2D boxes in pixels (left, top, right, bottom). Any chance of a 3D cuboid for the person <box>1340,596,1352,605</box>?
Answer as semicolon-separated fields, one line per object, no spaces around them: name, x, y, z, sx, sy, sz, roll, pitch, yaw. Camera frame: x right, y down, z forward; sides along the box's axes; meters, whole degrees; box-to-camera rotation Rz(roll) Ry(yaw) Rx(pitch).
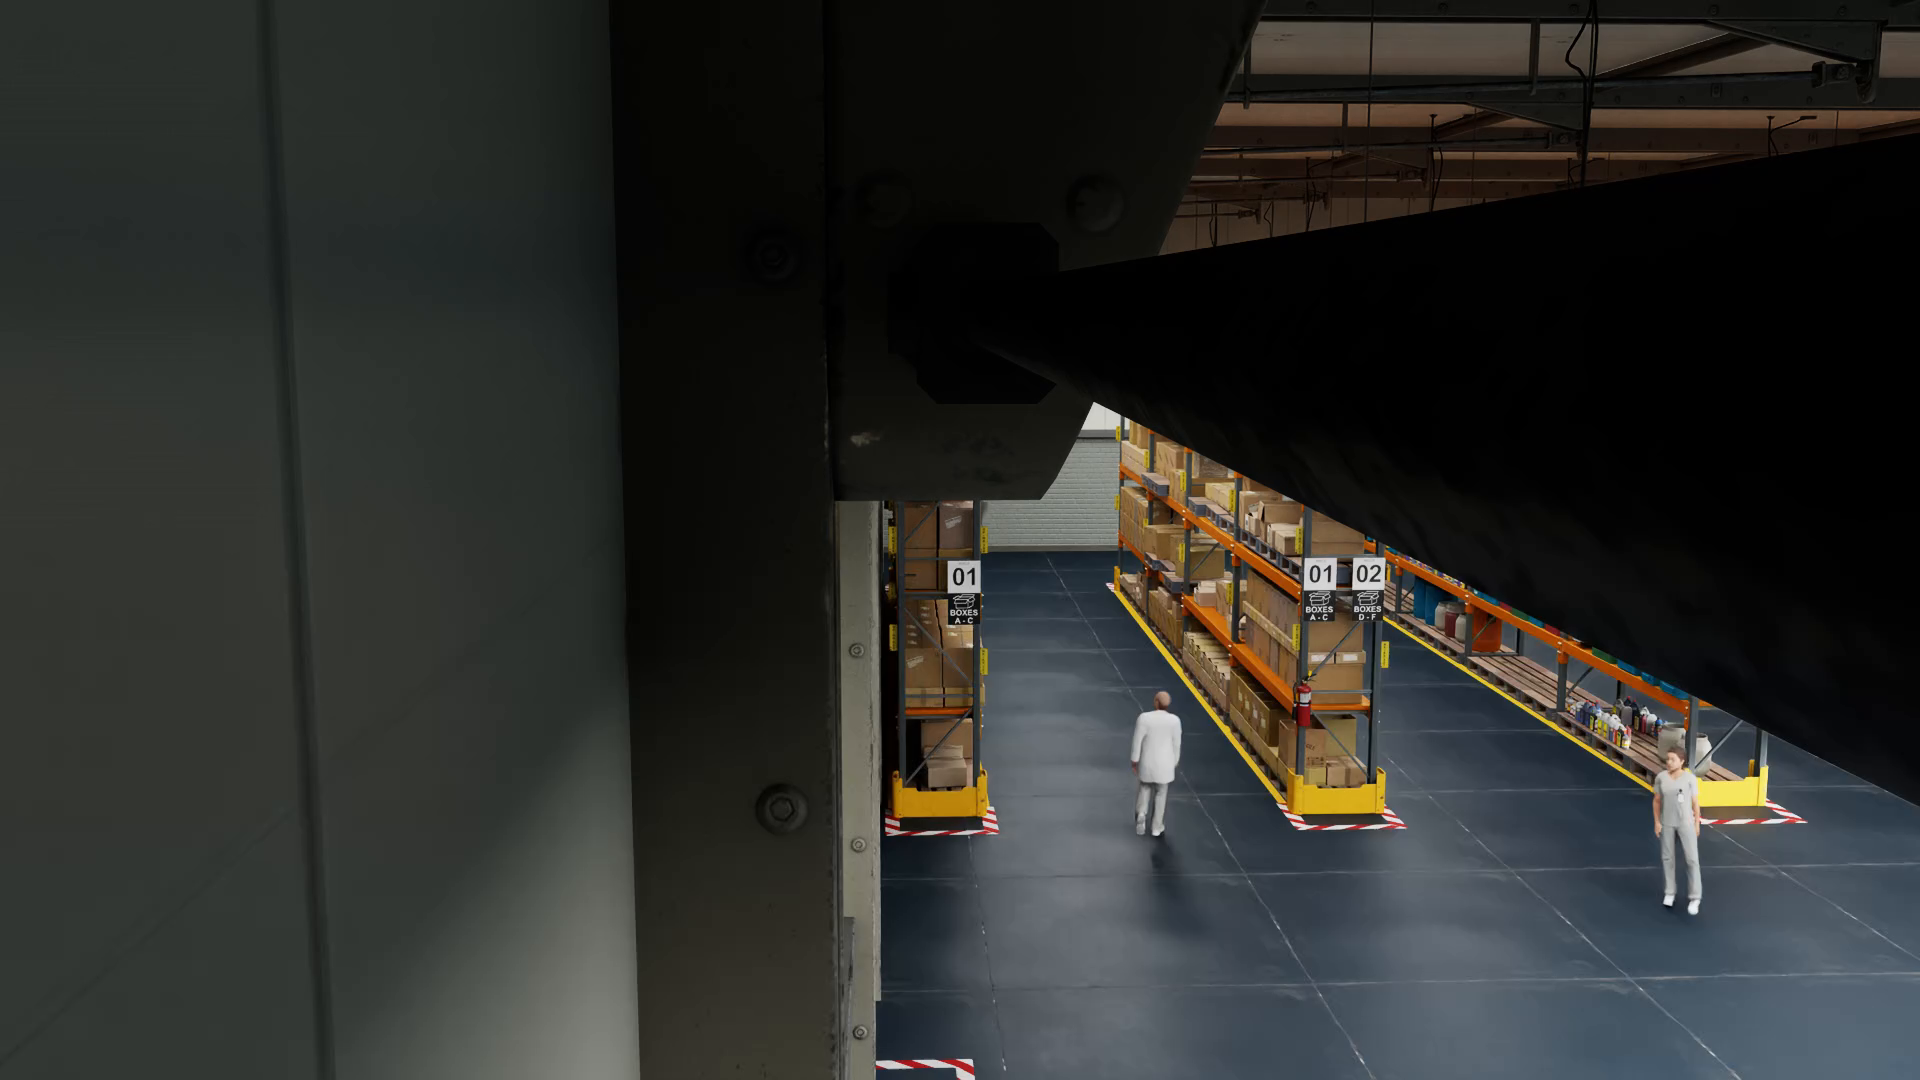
person;7.562;0.837;32.177;0.532;1.718;1.056;1;8;7

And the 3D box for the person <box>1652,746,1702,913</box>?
person;7.526;3.009;17.438;0.550;1.683;0.450;5;10;31

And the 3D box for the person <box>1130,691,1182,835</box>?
person;2.312;2.632;19.630;0.587;1.756;0.603;3;9;22
